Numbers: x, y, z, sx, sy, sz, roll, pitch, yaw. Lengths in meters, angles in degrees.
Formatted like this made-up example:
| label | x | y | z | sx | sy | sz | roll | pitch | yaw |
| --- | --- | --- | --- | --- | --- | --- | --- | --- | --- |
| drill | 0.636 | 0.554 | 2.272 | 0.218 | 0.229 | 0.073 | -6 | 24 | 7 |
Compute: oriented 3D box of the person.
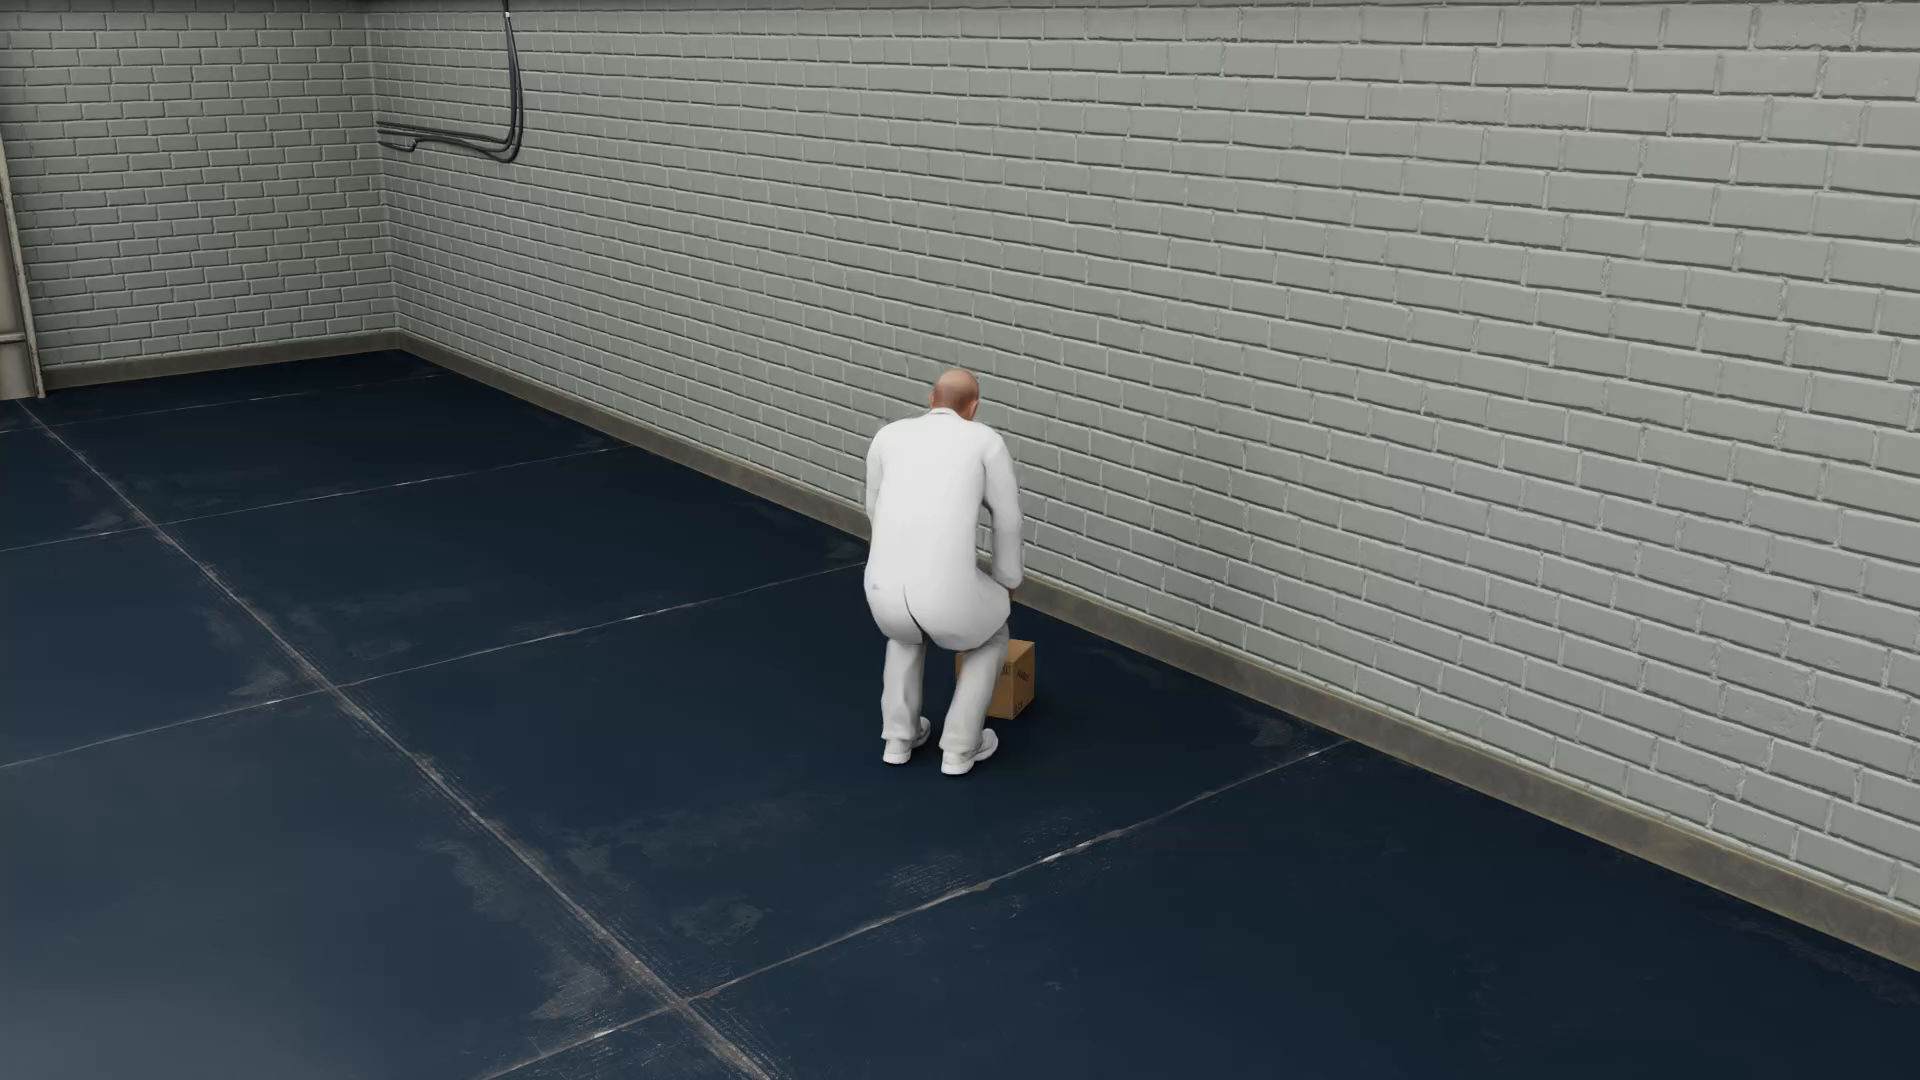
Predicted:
| label | x | y | z | sx | sy | sz | roll | pitch | yaw |
| --- | --- | --- | --- | --- | --- | --- | --- | --- | --- |
| person | -0.100 | 0.118 | 6.249 | 0.631 | 1.453 | 0.701 | 7 | 19 | 22 |
